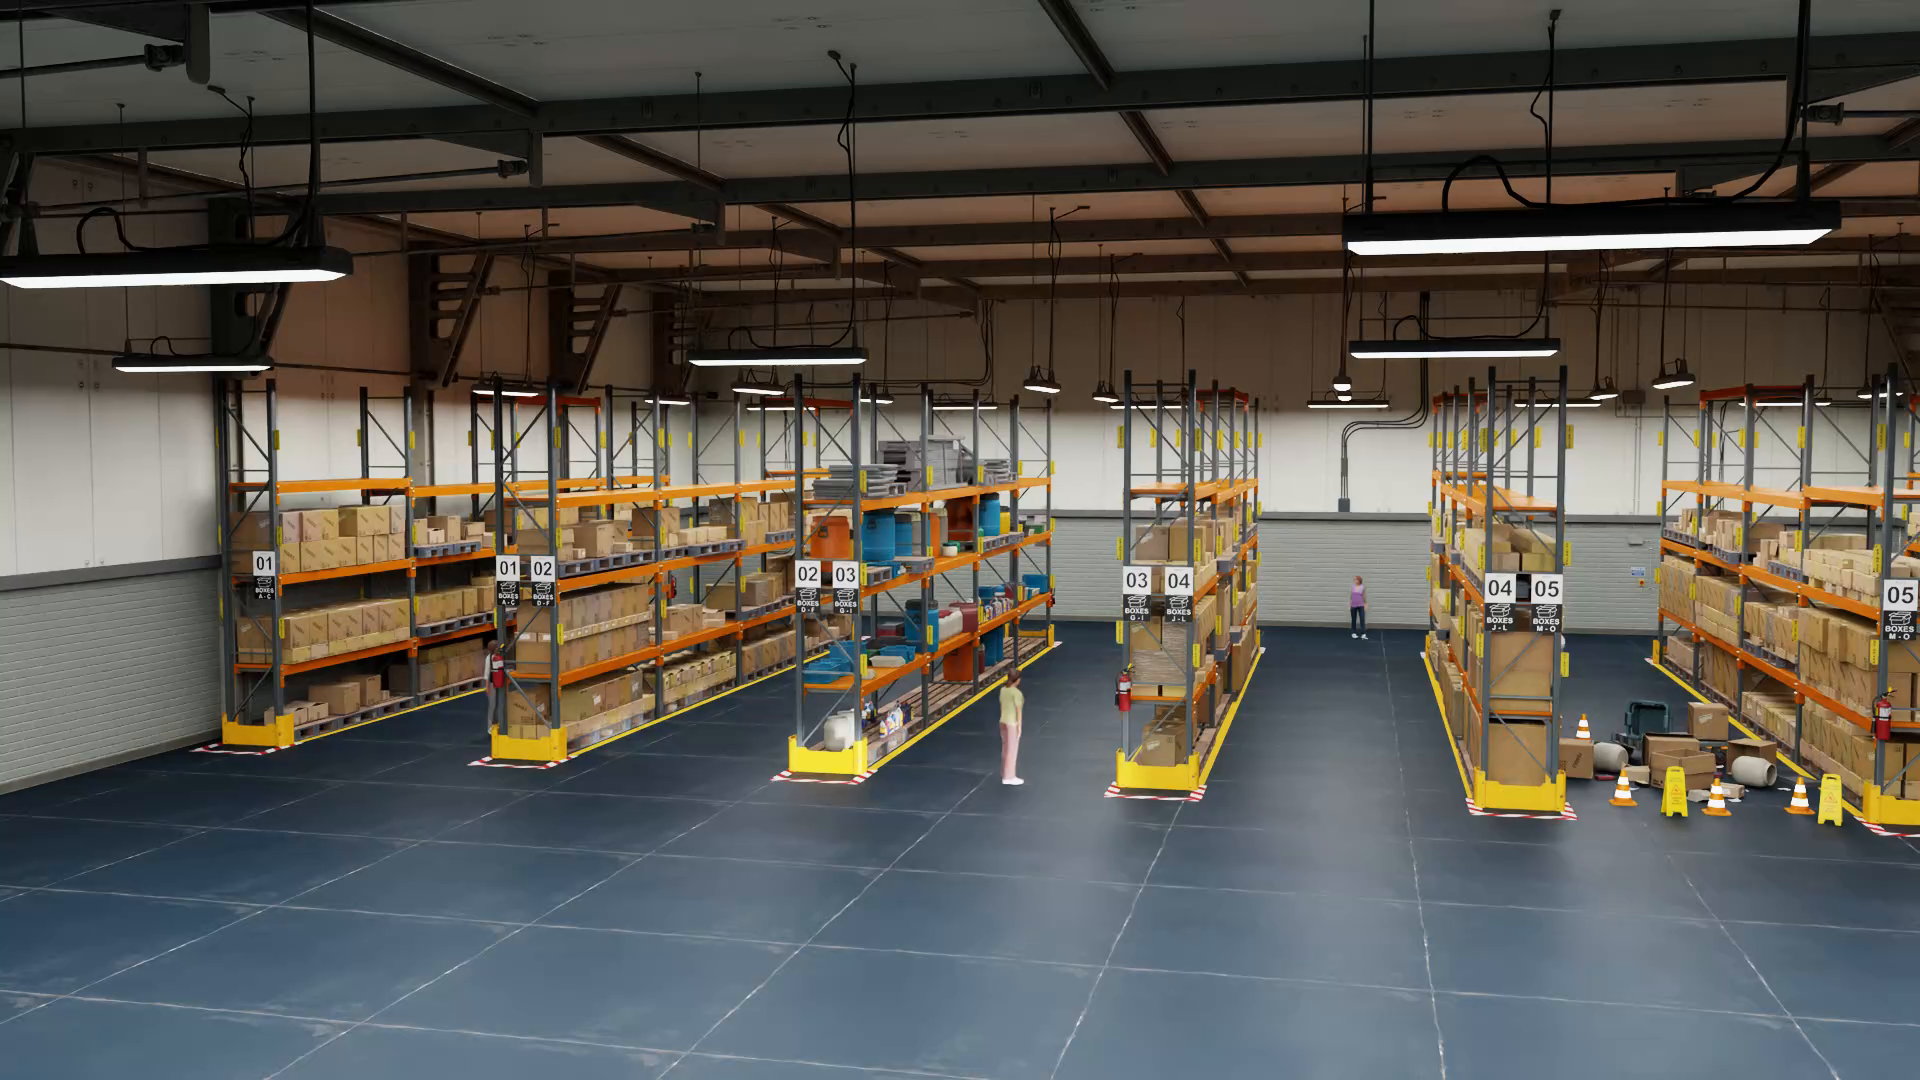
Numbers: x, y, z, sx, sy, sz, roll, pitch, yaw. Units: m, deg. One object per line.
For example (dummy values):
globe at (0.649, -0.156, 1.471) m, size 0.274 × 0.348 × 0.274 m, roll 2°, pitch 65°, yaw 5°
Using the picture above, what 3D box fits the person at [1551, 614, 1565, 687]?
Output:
person at (12.024, 2.162, 33.715) m, size 0.405 × 1.681 × 0.589 m, roll 3°, pitch 5°, yaw 45°

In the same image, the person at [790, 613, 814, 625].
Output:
person at (-4.081, 1.618, 42.755) m, size 0.659 × 1.594 × 0.976 m, roll 2°, pitch 4°, yaw 25°

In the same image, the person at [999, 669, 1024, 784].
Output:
person at (0.776, 2.712, 24.174) m, size 0.363 × 1.688 × 0.463 m, roll -2°, pitch 4°, yaw -35°

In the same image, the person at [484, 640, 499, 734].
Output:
person at (-7.913, 2.502, 28.356) m, size 0.329 × 1.607 × 0.513 m, roll 2°, pitch 4°, yaw 26°

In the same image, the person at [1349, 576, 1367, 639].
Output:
person at (10.046, 1.694, 41.959) m, size 0.449 × 1.593 × 0.557 m, roll 0°, pitch 3°, yaw 7°
